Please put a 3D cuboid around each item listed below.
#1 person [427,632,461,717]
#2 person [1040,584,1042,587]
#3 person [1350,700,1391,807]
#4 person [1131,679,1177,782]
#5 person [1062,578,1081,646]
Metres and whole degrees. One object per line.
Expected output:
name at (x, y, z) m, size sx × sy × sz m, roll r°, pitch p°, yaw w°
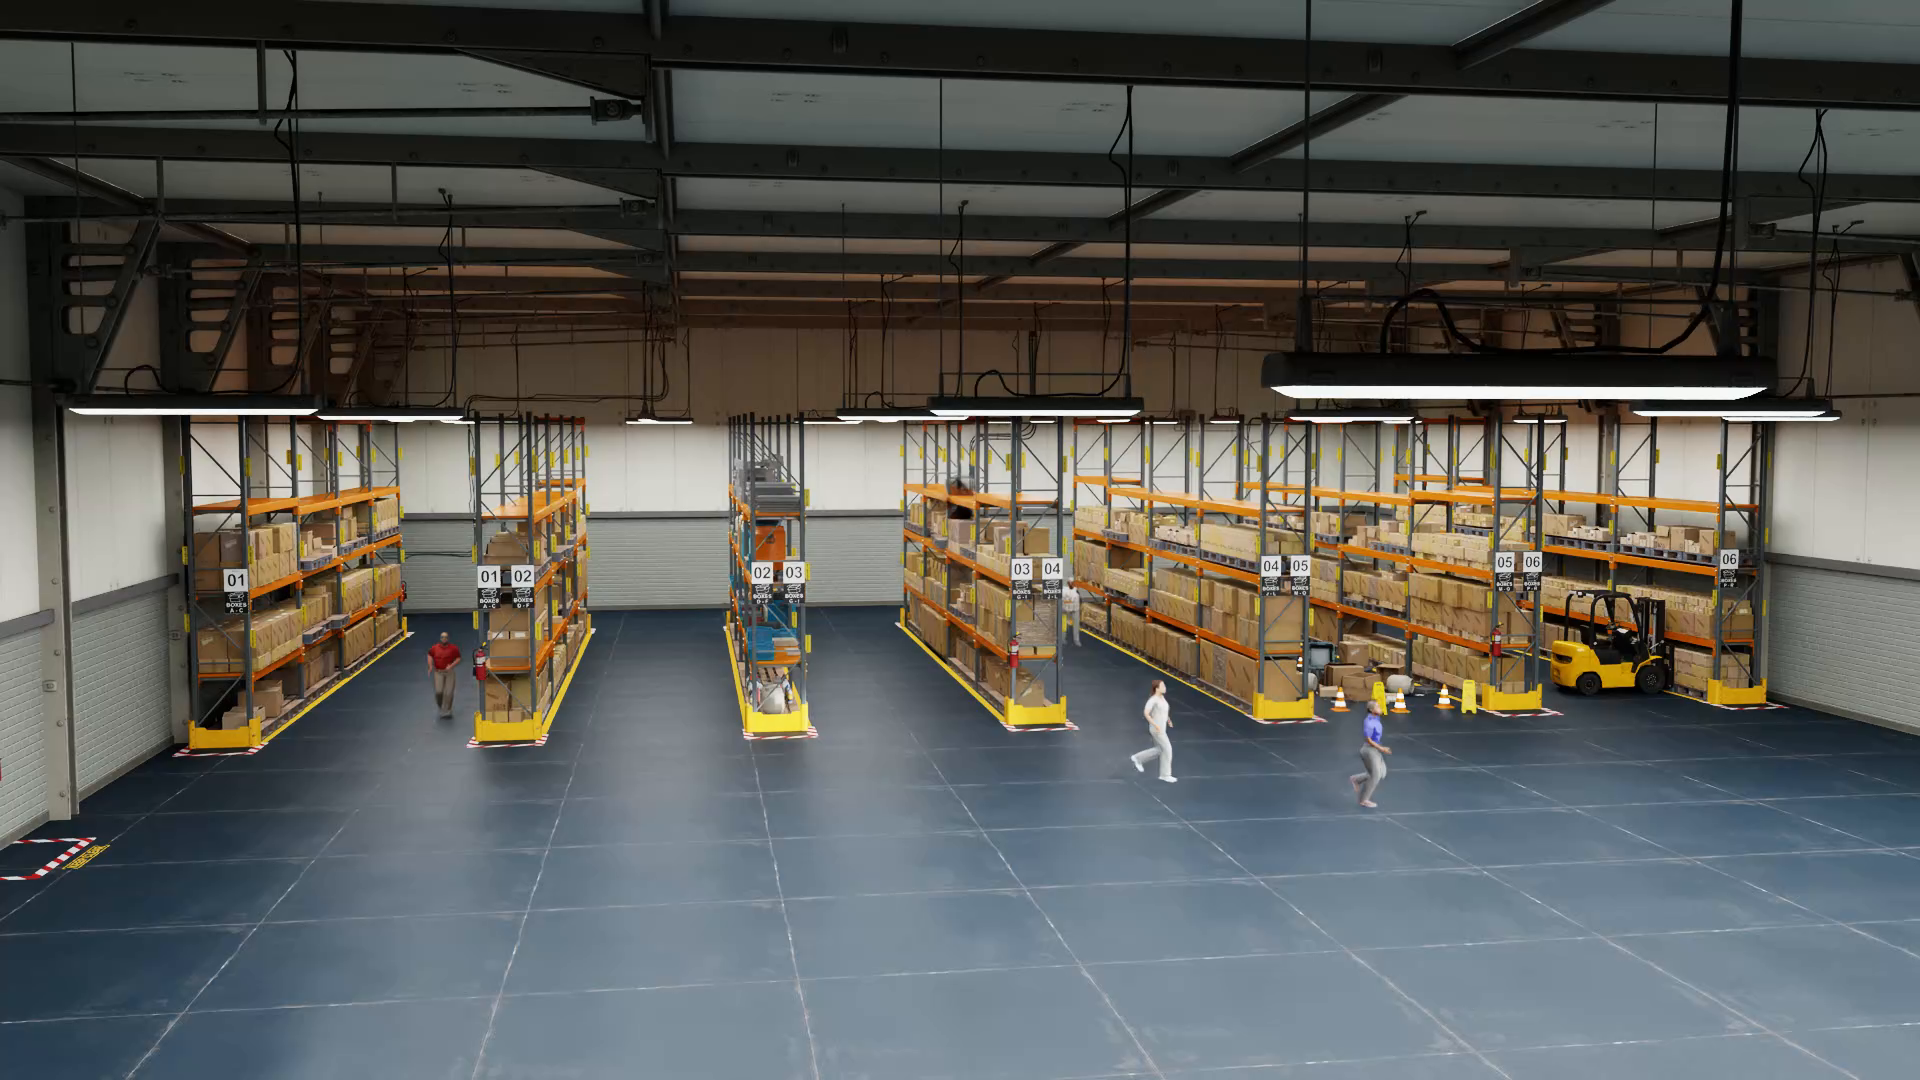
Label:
person at (-10.136, 2.646, 32.678) m, size 0.636 × 1.688 × 0.741 m, roll -1°, pitch 4°, yaw -15°
person at (2.426, 1.797, 46.082) m, size 0.524 × 1.643 × 0.715 m, roll -1°, pitch 4°, yaw -8°
person at (6.209, 3.217, 25.132) m, size 0.631 × 1.617 × 0.589 m, roll 2°, pitch 4°, yaw 23°
person at (3.149, 3.075, 26.977) m, size 0.797 × 1.653 × 0.583 m, roll 2°, pitch 4°, yaw 23°
person at (2.762, 1.790, 41.384) m, size 0.606 × 1.711 × 0.862 m, roll -1°, pitch 4°, yaw -20°
